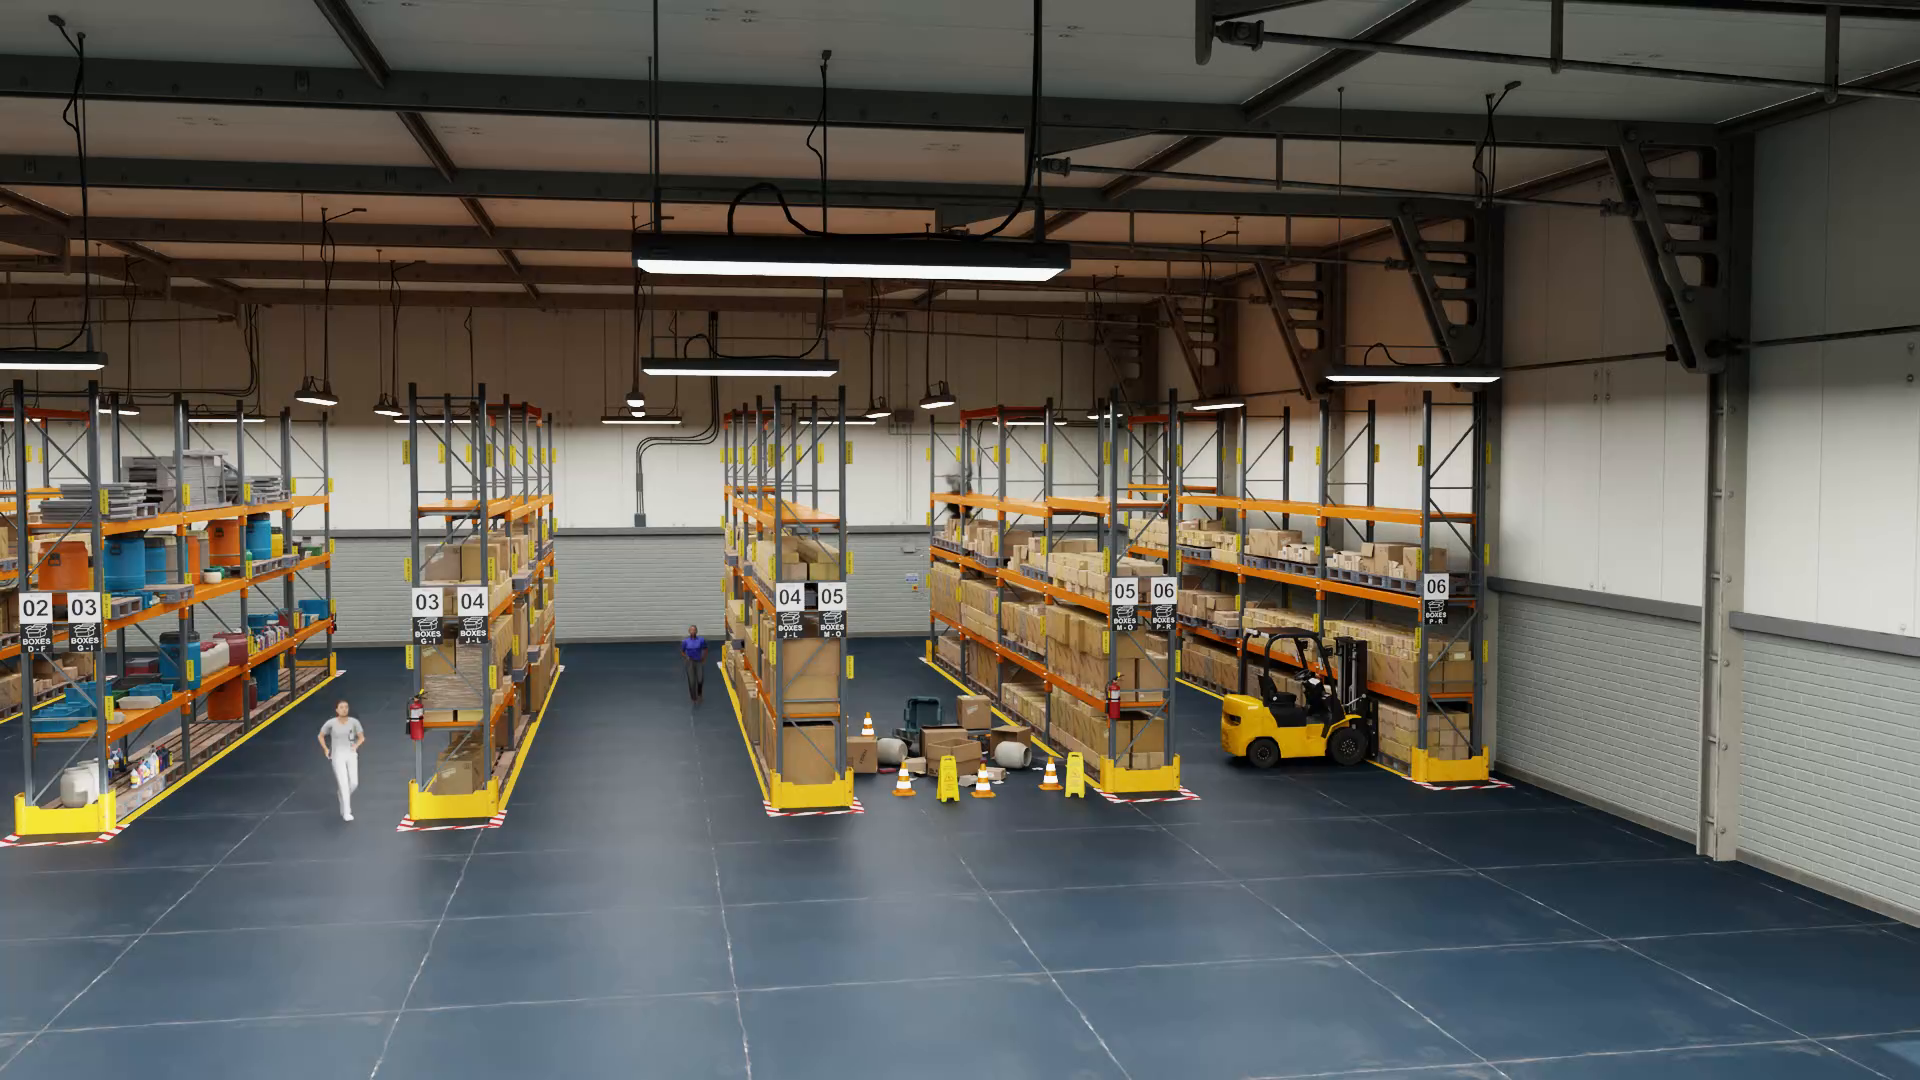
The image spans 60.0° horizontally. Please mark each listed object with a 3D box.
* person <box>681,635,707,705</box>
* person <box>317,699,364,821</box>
[{"bbox_3d":[-5.310,2.603,33.237,0.519,1.411,0.509,-1,3,-10],"label":"person"},{"bbox_3d":[-8.525,3.009,22.933,0.590,1.650,0.862,-2,3,-33],"label":"person"}]
